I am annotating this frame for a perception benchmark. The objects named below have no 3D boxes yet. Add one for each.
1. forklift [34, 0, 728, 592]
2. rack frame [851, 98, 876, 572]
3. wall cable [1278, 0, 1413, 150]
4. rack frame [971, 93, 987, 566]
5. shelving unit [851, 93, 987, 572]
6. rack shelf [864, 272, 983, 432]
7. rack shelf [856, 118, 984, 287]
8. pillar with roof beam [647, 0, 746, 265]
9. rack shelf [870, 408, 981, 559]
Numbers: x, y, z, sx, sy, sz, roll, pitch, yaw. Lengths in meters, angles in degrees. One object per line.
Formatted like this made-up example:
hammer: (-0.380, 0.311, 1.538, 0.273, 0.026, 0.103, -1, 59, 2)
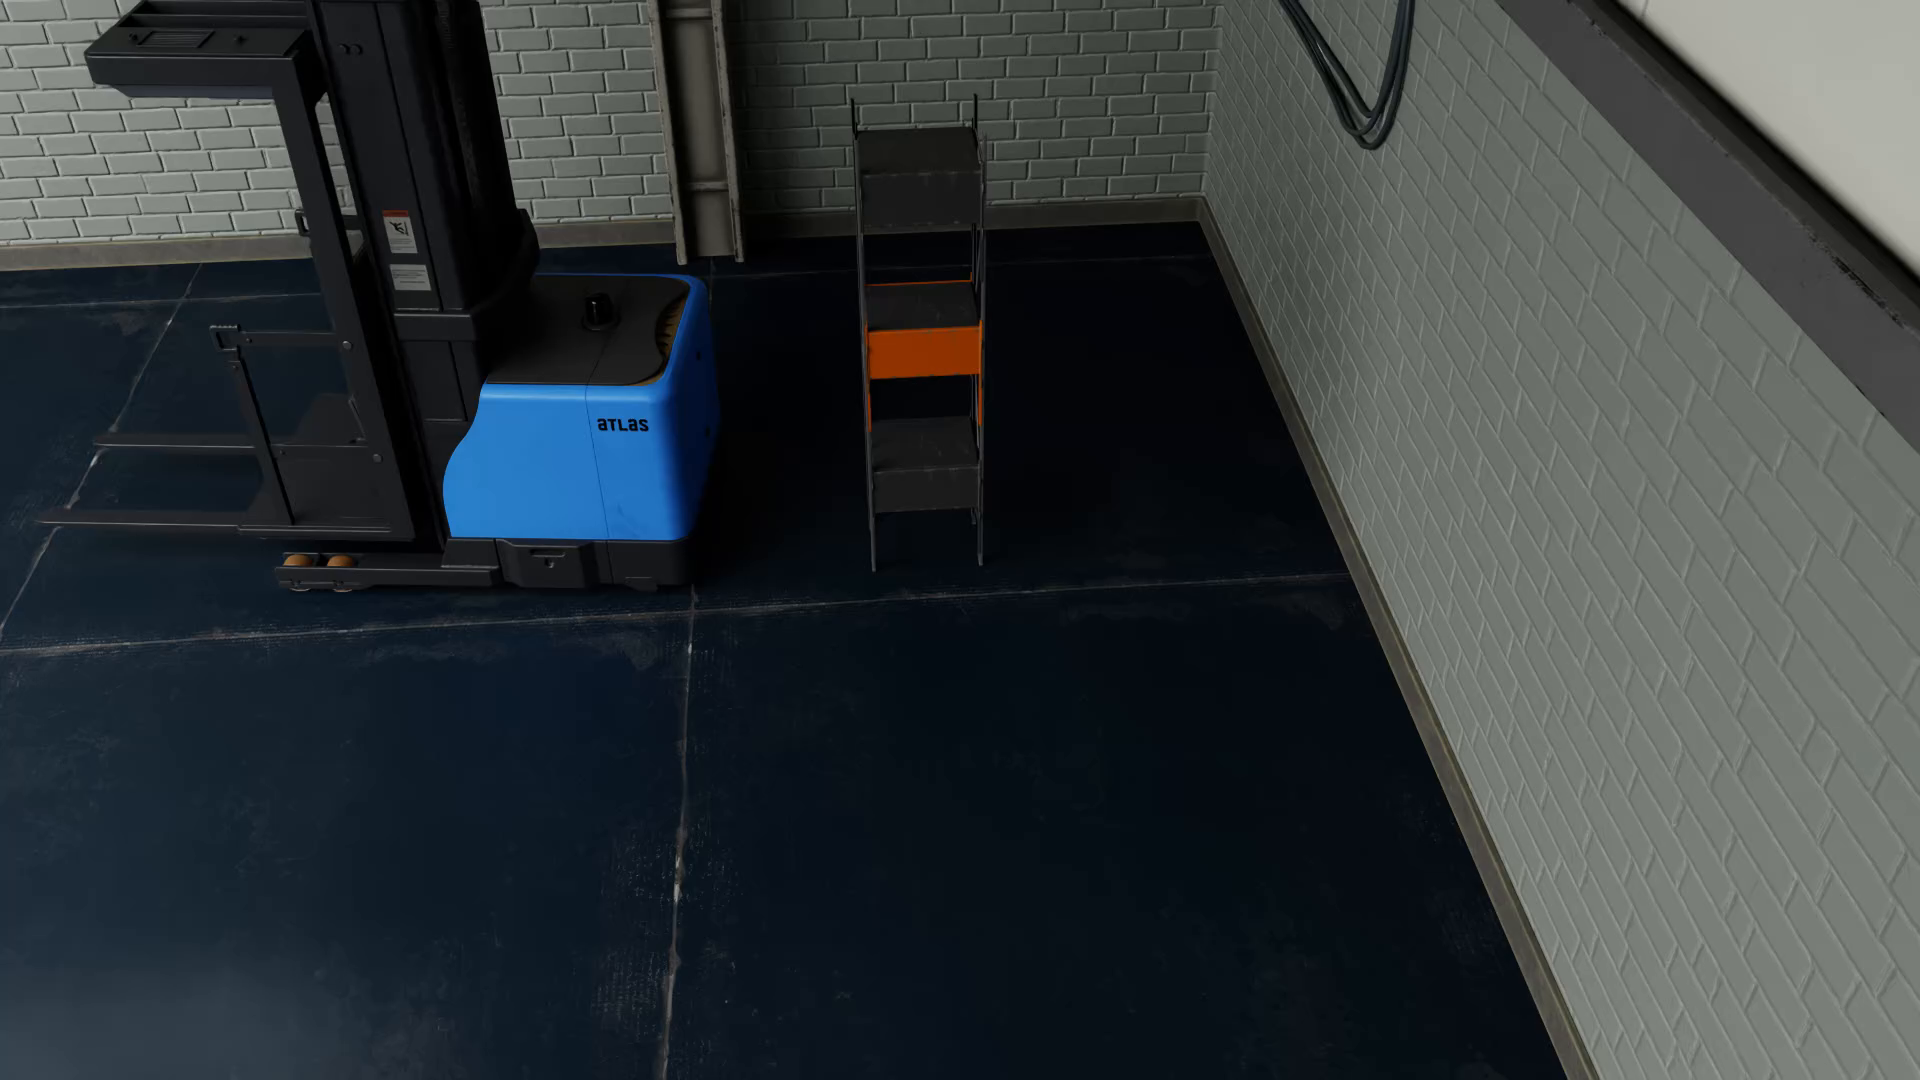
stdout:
forklift: (-2.660, -1.244, 6.960, 3.031, 2.935, 1.130, 1, 38, 1)
rack frame: (-0.408, -0.802, 7.071, 0.015, 2.100, 0.400, -3, 38, -4)
wall cable: (1.572, -3.390, 7.289, 0.112, 2.526, 3.097, -3, 38, -4)
rack frame: (0.078, -0.829, 7.105, 0.015, 2.100, 0.400, -3, 38, -4)
shelving unit: (-0.165, -0.815, 7.088, 0.503, 2.100, 0.431, -3, 38, -4)
rack shelf: (-0.165, -0.805, 7.097, 0.480, 0.518, 0.431, -3, 38, -4)
rack shelf: (-0.165, -1.354, 6.663, 0.480, 0.518, 0.431, -3, 38, -4)
pillar with roof beam: (-1.098, -2.607, 3.790, 0.400, 9.000, 9.100, -3, 38, -4)
rack shelf: (-0.165, -0.255, 7.530, 0.480, 0.518, 0.431, -3, 38, -4)
